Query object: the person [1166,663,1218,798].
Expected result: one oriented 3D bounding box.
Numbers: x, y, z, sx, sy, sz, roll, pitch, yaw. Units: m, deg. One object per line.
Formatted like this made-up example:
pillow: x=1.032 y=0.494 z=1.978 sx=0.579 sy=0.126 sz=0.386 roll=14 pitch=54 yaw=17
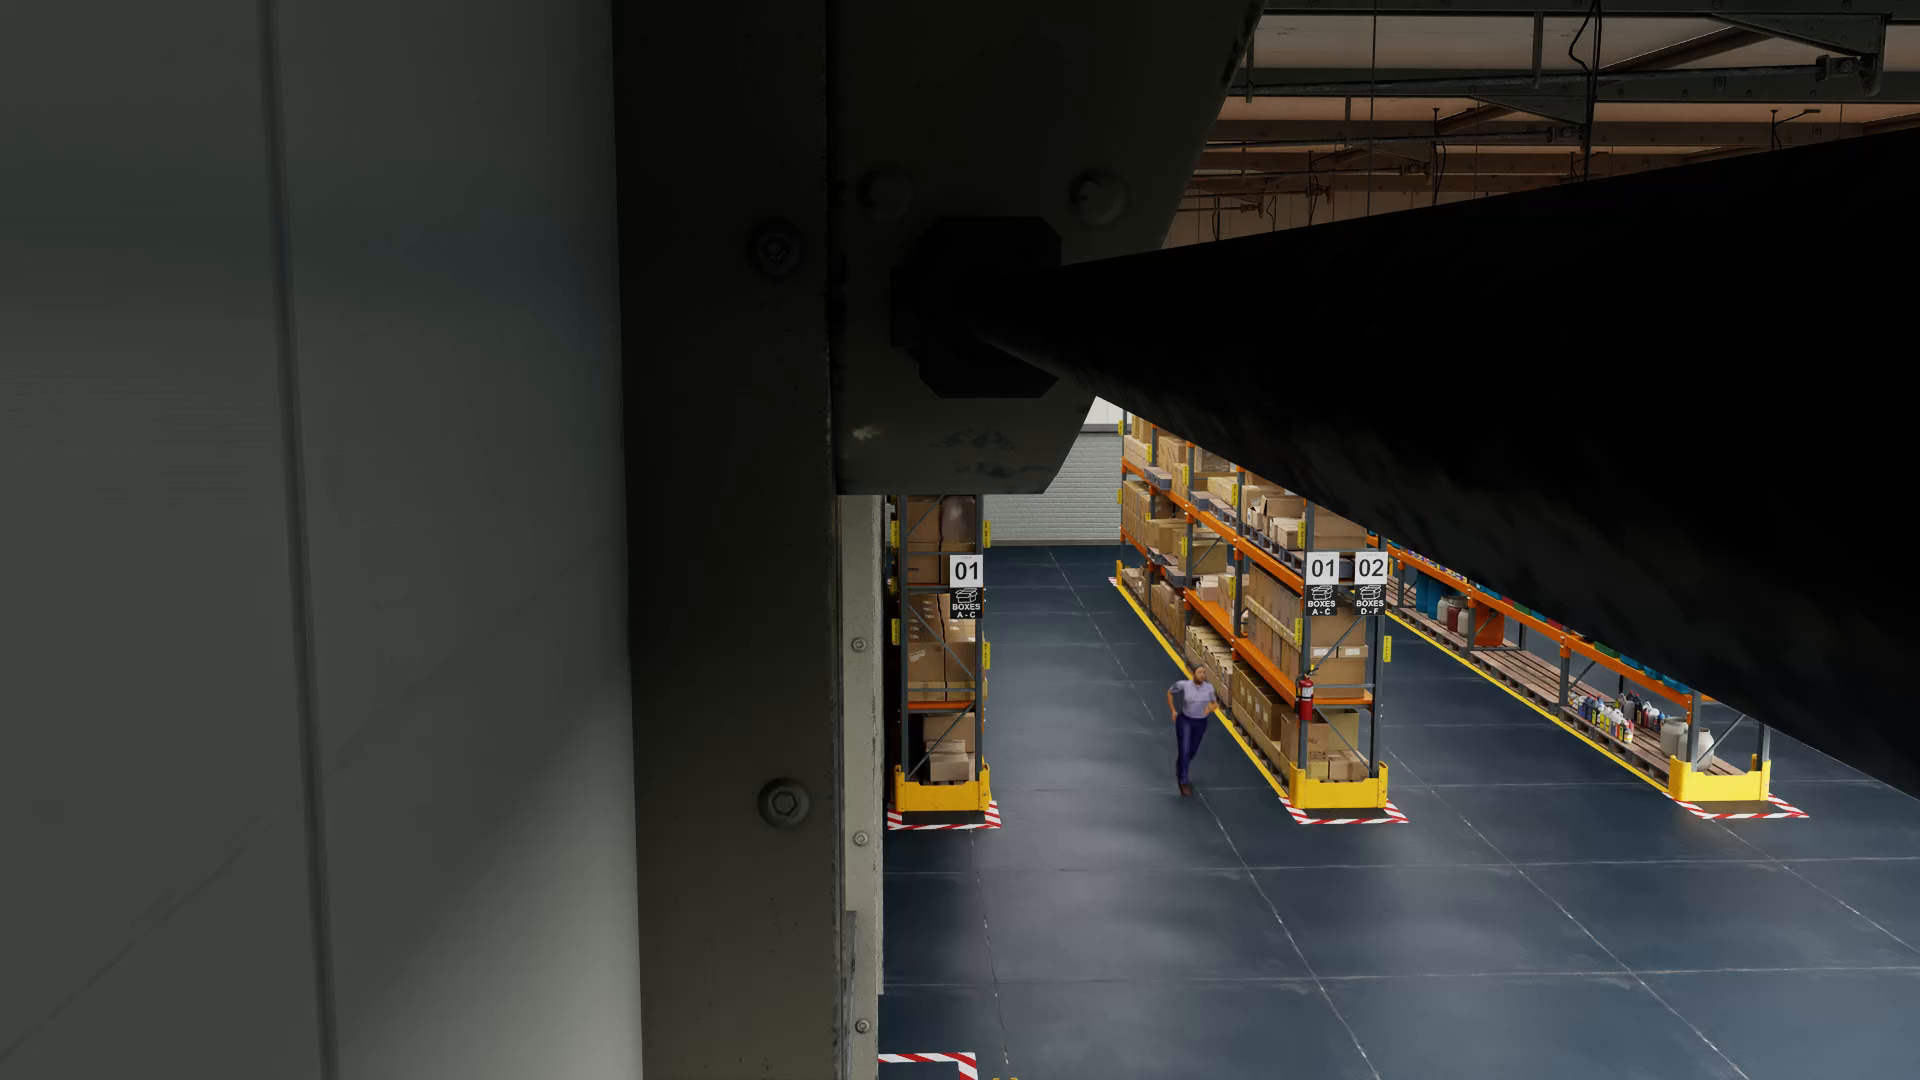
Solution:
person: x=2.999 y=2.394 z=21.413 sx=0.636 sy=1.636 sz=0.903 roll=-1 pitch=9 yaw=-10
